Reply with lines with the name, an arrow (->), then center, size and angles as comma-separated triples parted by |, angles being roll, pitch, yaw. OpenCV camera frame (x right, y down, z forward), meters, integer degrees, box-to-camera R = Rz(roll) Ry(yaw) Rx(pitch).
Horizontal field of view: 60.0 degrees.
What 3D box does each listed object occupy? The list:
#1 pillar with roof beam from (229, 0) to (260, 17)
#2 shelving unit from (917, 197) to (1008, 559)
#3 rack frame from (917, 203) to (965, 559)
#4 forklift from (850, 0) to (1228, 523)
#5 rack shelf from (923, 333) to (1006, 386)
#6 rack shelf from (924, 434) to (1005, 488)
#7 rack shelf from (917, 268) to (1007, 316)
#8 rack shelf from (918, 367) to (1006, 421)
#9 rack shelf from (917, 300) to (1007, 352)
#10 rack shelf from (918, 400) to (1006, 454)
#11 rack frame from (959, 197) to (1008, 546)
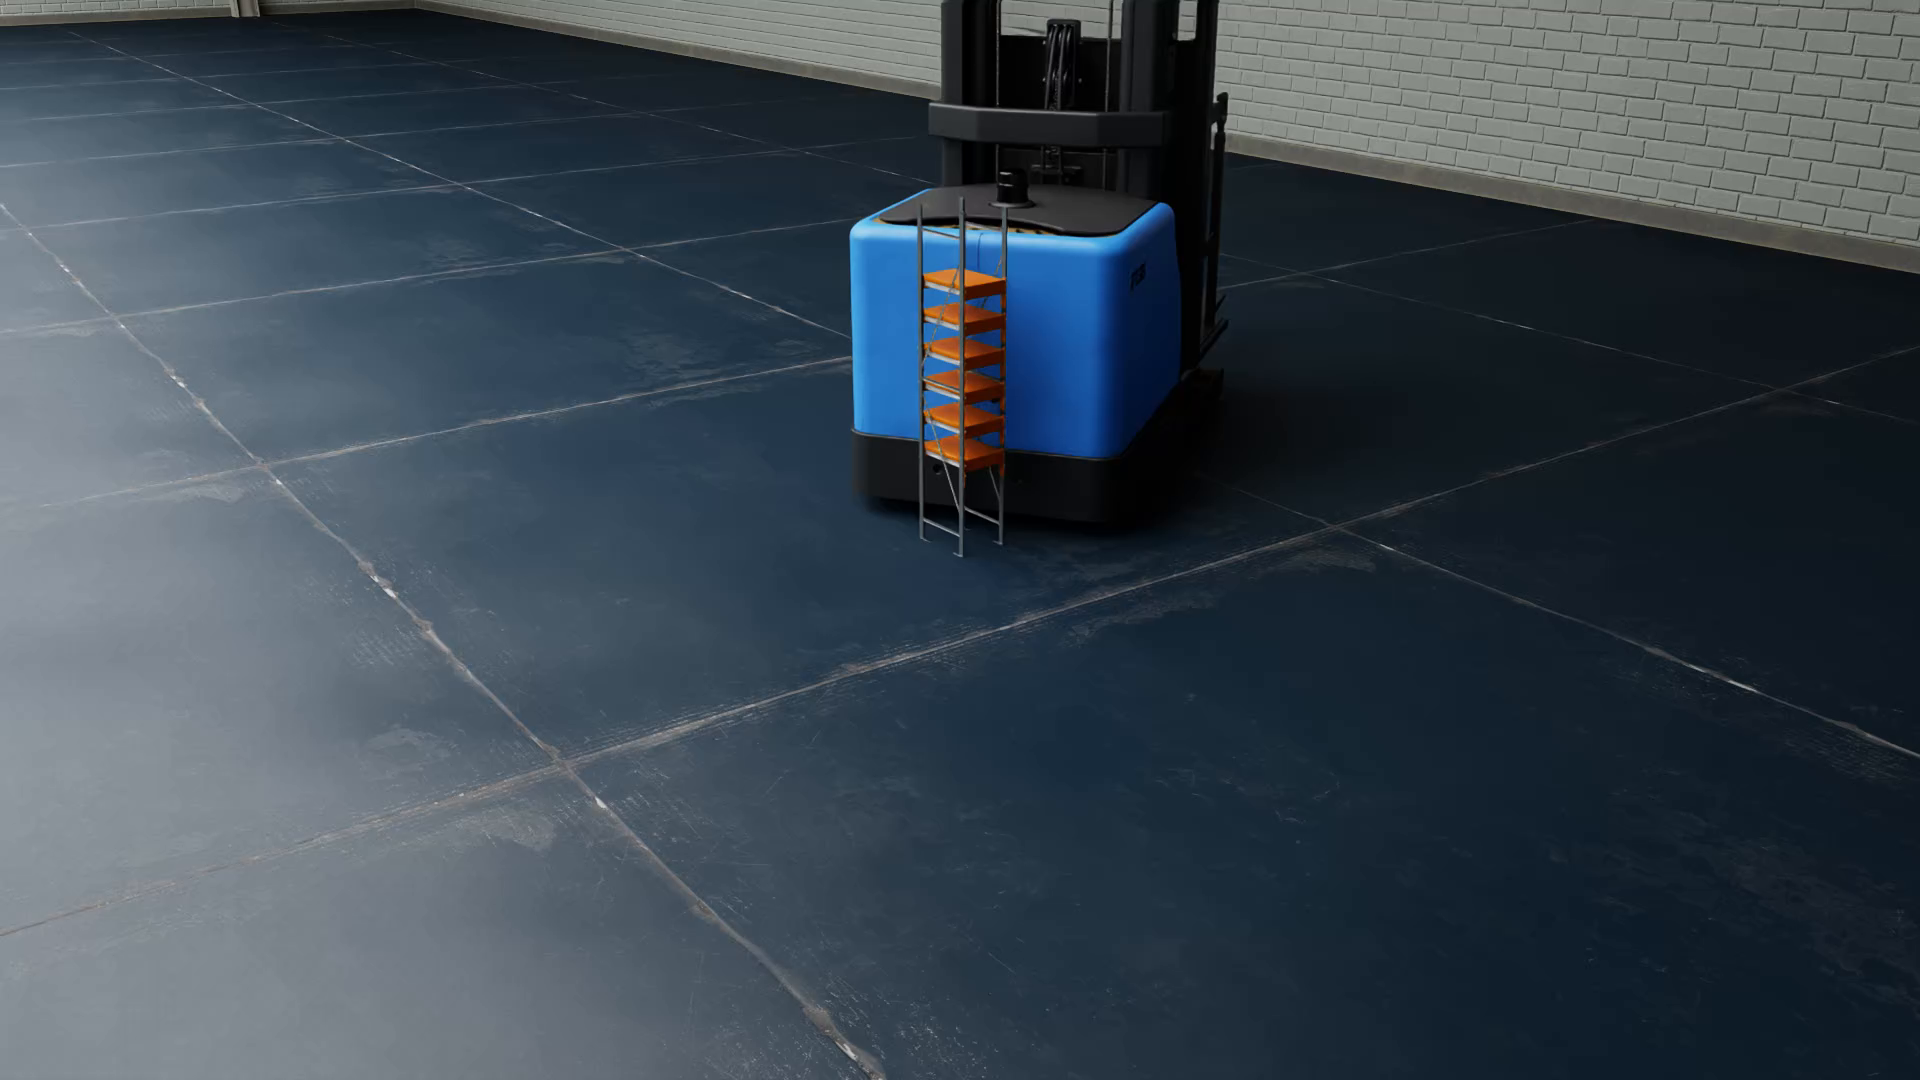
pillar with roof beam -> -9.637, -11.800, 23.389 | 0.400, 9.000, 9.100 | -15, 26, -33
shelving unit -> 0.006, -0.547, 5.710 | 0.189, 1.200, 0.258 | -17, 28, -37
rack frame -> -0.064, -0.525, 5.655 | 0.006, 1.200, 0.240 | -17, 28, -37
forklift -> 0.550, -1.937, 6.857 | 1.130, 2.935, 3.031 | 7, 23, 17
rack shelf -> 0.006, -0.617, 5.682 | 0.180, 0.103, 0.258 | -17, 28, -37
rack shelf -> 0.006, -0.283, 5.816 | 0.180, 0.103, 0.258 | -17, 28, -37
rack shelf -> 0.006, -0.840, 5.592 | 0.180, 0.103, 0.258 | -17, 28, -37
rack shelf -> 0.006, -0.506, 5.726 | 0.180, 0.103, 0.258 | -17, 28, -37
rack shelf -> 0.006, -0.729, 5.637 | 0.180, 0.103, 0.258 | -17, 28, -37
rack shelf -> 0.006, -0.395, 5.771 | 0.180, 0.103, 0.258 | -17, 28, -37
rack frame -> 0.076, -0.569, 5.764 | 0.006, 1.200, 0.240 | -17, 28, -37
